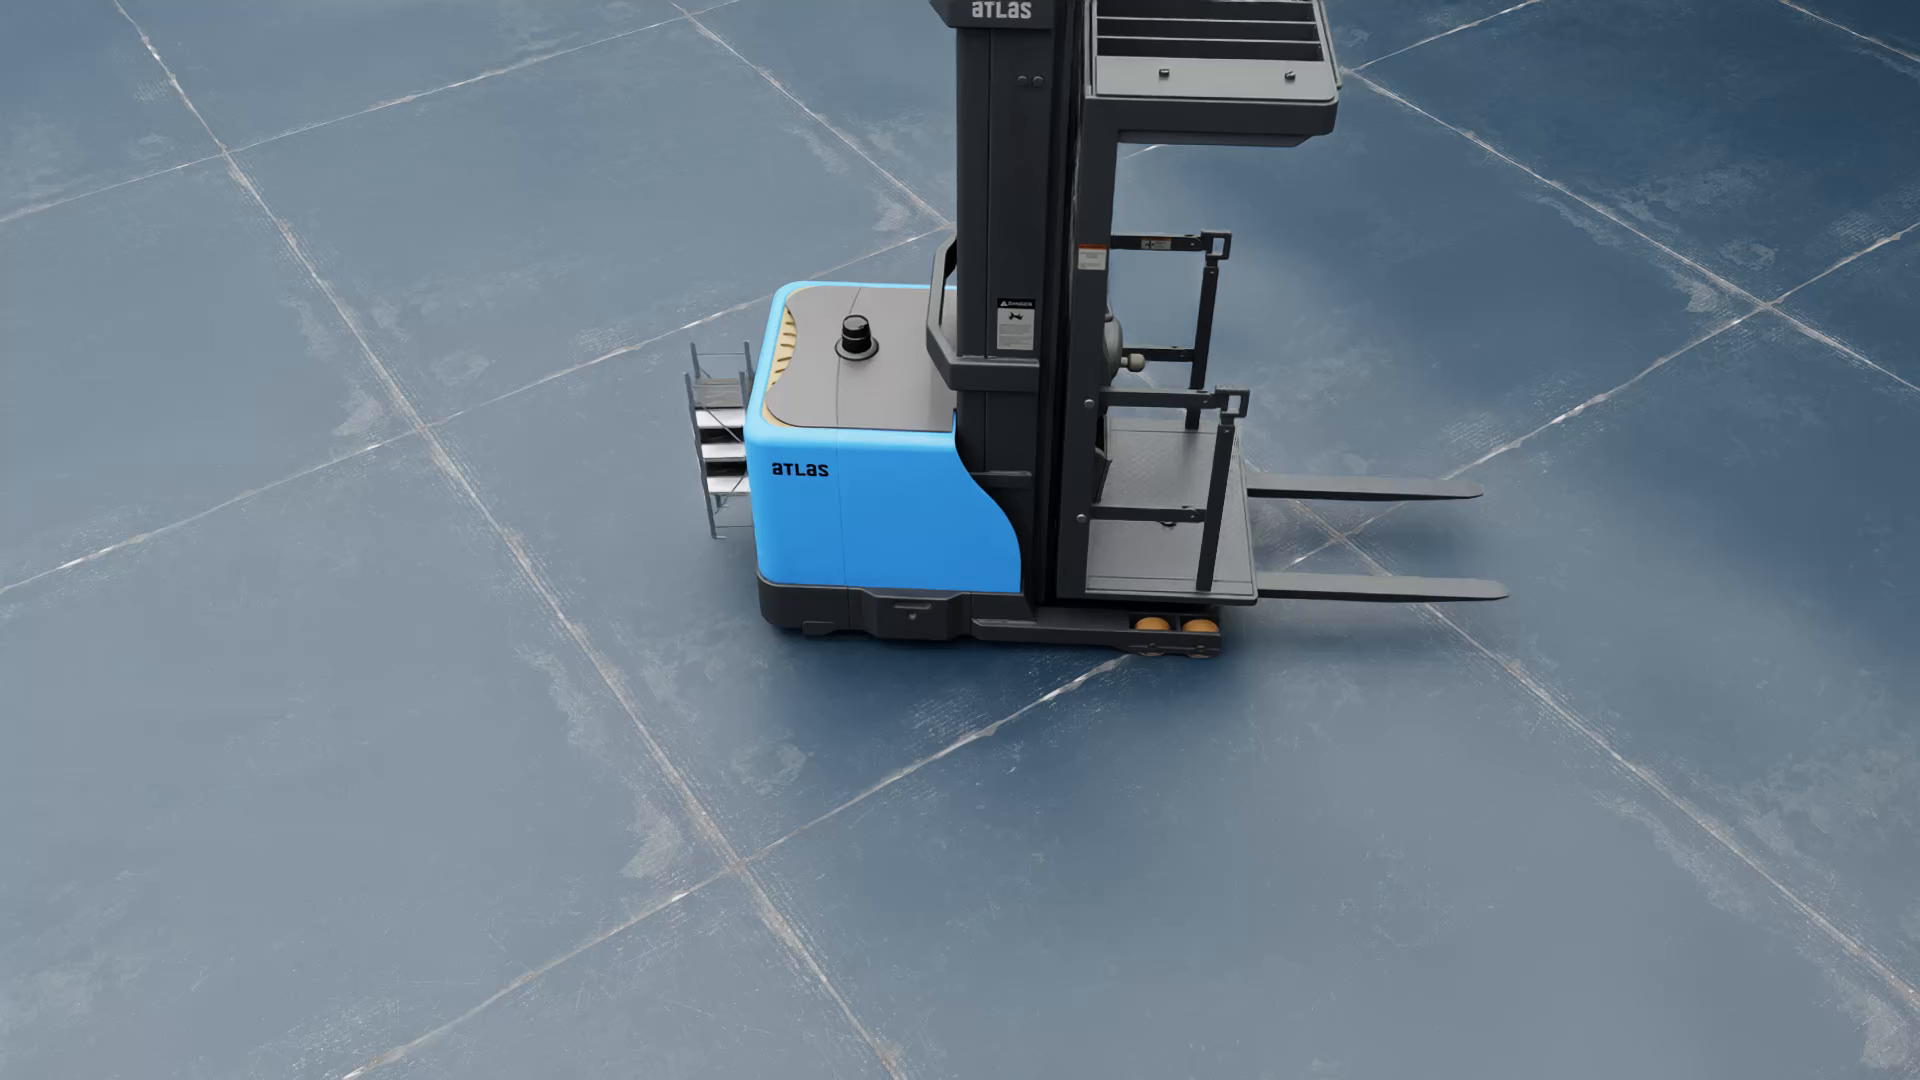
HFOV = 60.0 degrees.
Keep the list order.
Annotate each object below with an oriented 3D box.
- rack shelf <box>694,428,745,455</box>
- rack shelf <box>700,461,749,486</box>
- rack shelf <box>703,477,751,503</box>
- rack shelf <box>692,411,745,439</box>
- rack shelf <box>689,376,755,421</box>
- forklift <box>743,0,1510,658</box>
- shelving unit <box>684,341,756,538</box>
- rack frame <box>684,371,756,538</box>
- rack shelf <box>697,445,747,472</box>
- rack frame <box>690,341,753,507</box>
[{"bbox_3d":[-0.972,-0.451,6.973,0.258,0.077,0.200,-1,43,1],"label":"rack shelf"},{"bbox_3d":[-0.968,-0.319,7.096,0.258,0.077,0.200,-1,43,1],"label":"rack shelf"},{"bbox_3d":[-0.966,-0.254,7.157,0.258,0.077,0.200,-1,43,1],"label":"rack shelf"},{"bbox_3d":[-0.975,-0.517,6.912,0.258,0.077,0.200,-1,43,1],"label":"rack shelf"},{"bbox_3d":[-0.977,-0.583,6.851,0.258,0.077,0.200,-1,43,1],"label":"rack shelf"},{"bbox_3d":[0.717,-0.961,6.125,3.031,2.935,1.130,2,44,2],"label":"forklift"},{"bbox_3d":[-0.971,-0.410,7.012,0.258,0.900,0.210,-1,43,1],"label":"shelving unit"},{"bbox_3d":[-0.971,-0.340,6.937,0.240,0.900,0.006,-1,43,1],"label":"rack frame"},{"bbox_3d":[-0.970,-0.385,7.035,0.258,0.077,0.200,-1,43,1],"label":"rack shelf"},{"bbox_3d":[-0.971,-0.479,7.086,0.240,0.900,0.006,-1,43,1],"label":"rack frame"}]
